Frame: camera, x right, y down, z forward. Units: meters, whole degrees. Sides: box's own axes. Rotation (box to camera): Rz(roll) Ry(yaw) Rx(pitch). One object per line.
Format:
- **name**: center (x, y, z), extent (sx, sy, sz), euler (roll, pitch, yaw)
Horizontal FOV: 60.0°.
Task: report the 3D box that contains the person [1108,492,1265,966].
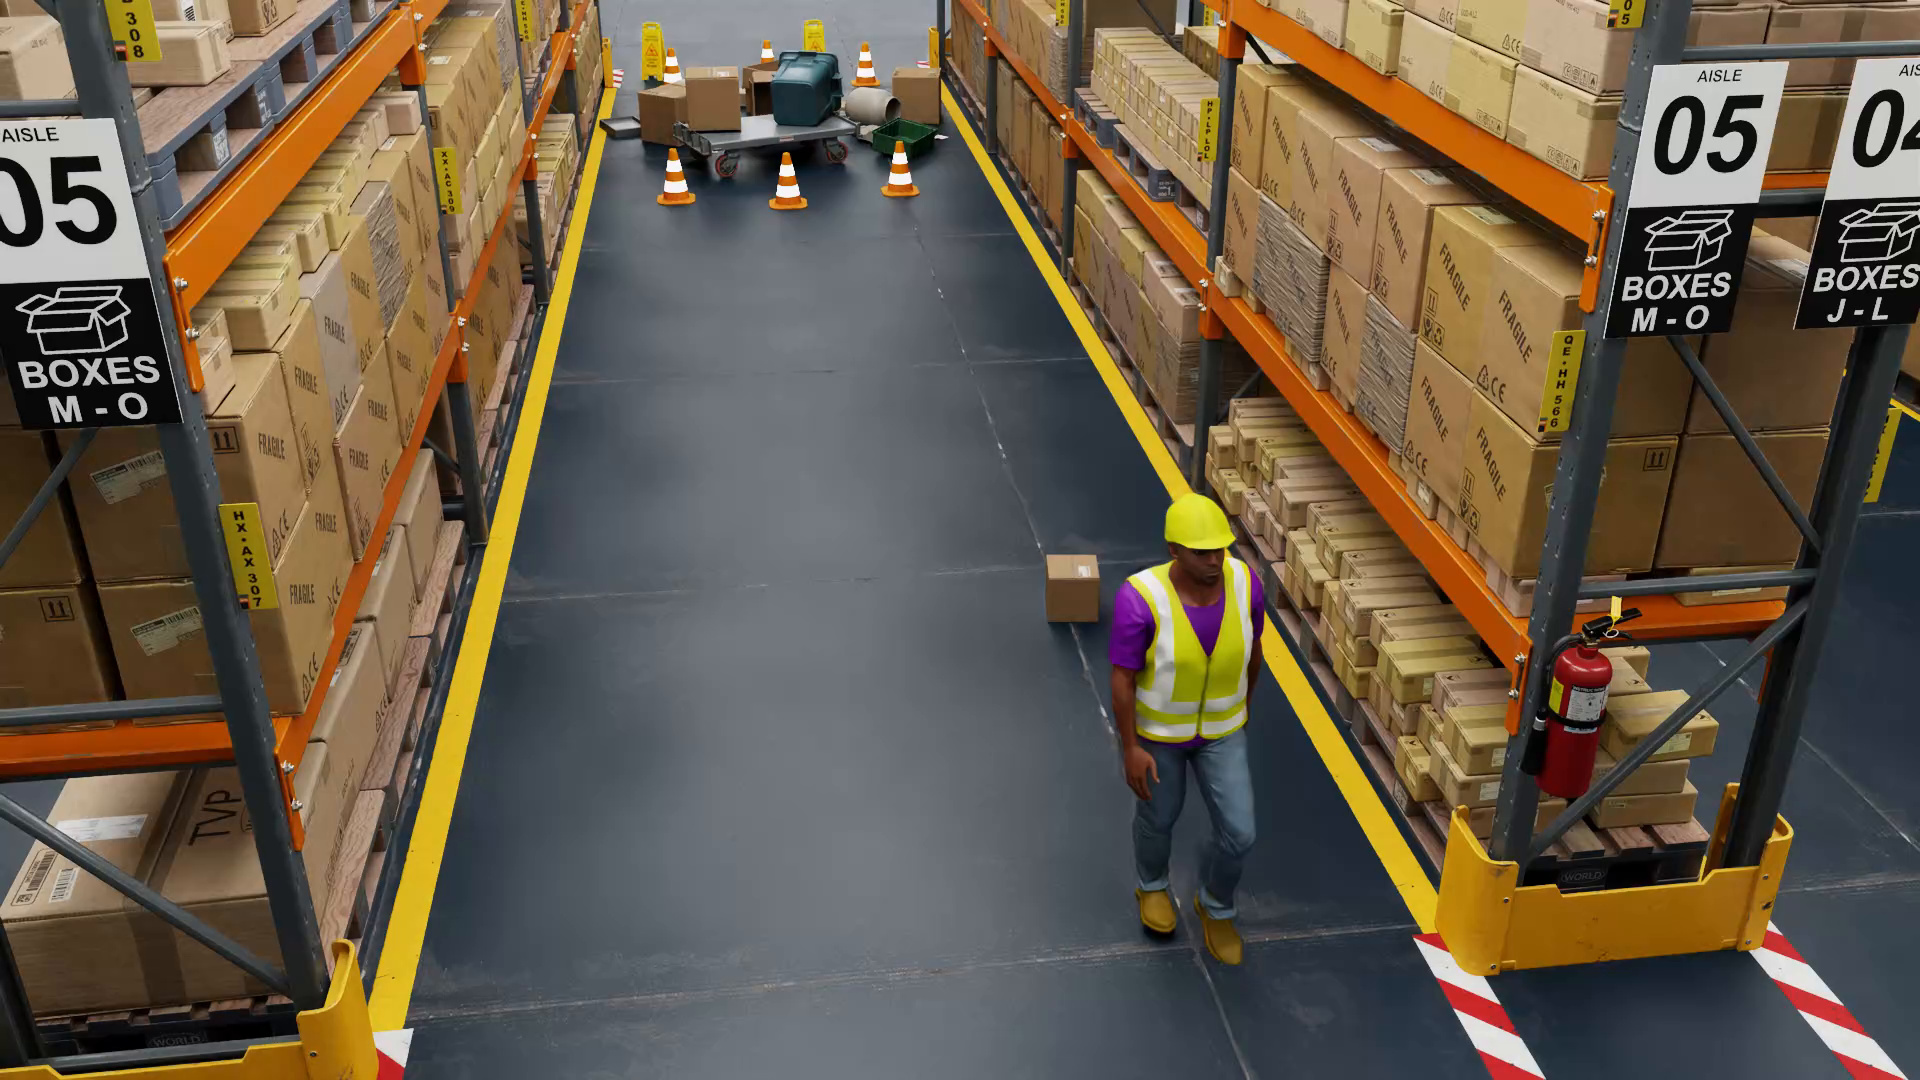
- **person**: center (0.787, 0.673, 5.779), extent (0.584, 1.810, 0.529), euler (-5, 27, -9)
